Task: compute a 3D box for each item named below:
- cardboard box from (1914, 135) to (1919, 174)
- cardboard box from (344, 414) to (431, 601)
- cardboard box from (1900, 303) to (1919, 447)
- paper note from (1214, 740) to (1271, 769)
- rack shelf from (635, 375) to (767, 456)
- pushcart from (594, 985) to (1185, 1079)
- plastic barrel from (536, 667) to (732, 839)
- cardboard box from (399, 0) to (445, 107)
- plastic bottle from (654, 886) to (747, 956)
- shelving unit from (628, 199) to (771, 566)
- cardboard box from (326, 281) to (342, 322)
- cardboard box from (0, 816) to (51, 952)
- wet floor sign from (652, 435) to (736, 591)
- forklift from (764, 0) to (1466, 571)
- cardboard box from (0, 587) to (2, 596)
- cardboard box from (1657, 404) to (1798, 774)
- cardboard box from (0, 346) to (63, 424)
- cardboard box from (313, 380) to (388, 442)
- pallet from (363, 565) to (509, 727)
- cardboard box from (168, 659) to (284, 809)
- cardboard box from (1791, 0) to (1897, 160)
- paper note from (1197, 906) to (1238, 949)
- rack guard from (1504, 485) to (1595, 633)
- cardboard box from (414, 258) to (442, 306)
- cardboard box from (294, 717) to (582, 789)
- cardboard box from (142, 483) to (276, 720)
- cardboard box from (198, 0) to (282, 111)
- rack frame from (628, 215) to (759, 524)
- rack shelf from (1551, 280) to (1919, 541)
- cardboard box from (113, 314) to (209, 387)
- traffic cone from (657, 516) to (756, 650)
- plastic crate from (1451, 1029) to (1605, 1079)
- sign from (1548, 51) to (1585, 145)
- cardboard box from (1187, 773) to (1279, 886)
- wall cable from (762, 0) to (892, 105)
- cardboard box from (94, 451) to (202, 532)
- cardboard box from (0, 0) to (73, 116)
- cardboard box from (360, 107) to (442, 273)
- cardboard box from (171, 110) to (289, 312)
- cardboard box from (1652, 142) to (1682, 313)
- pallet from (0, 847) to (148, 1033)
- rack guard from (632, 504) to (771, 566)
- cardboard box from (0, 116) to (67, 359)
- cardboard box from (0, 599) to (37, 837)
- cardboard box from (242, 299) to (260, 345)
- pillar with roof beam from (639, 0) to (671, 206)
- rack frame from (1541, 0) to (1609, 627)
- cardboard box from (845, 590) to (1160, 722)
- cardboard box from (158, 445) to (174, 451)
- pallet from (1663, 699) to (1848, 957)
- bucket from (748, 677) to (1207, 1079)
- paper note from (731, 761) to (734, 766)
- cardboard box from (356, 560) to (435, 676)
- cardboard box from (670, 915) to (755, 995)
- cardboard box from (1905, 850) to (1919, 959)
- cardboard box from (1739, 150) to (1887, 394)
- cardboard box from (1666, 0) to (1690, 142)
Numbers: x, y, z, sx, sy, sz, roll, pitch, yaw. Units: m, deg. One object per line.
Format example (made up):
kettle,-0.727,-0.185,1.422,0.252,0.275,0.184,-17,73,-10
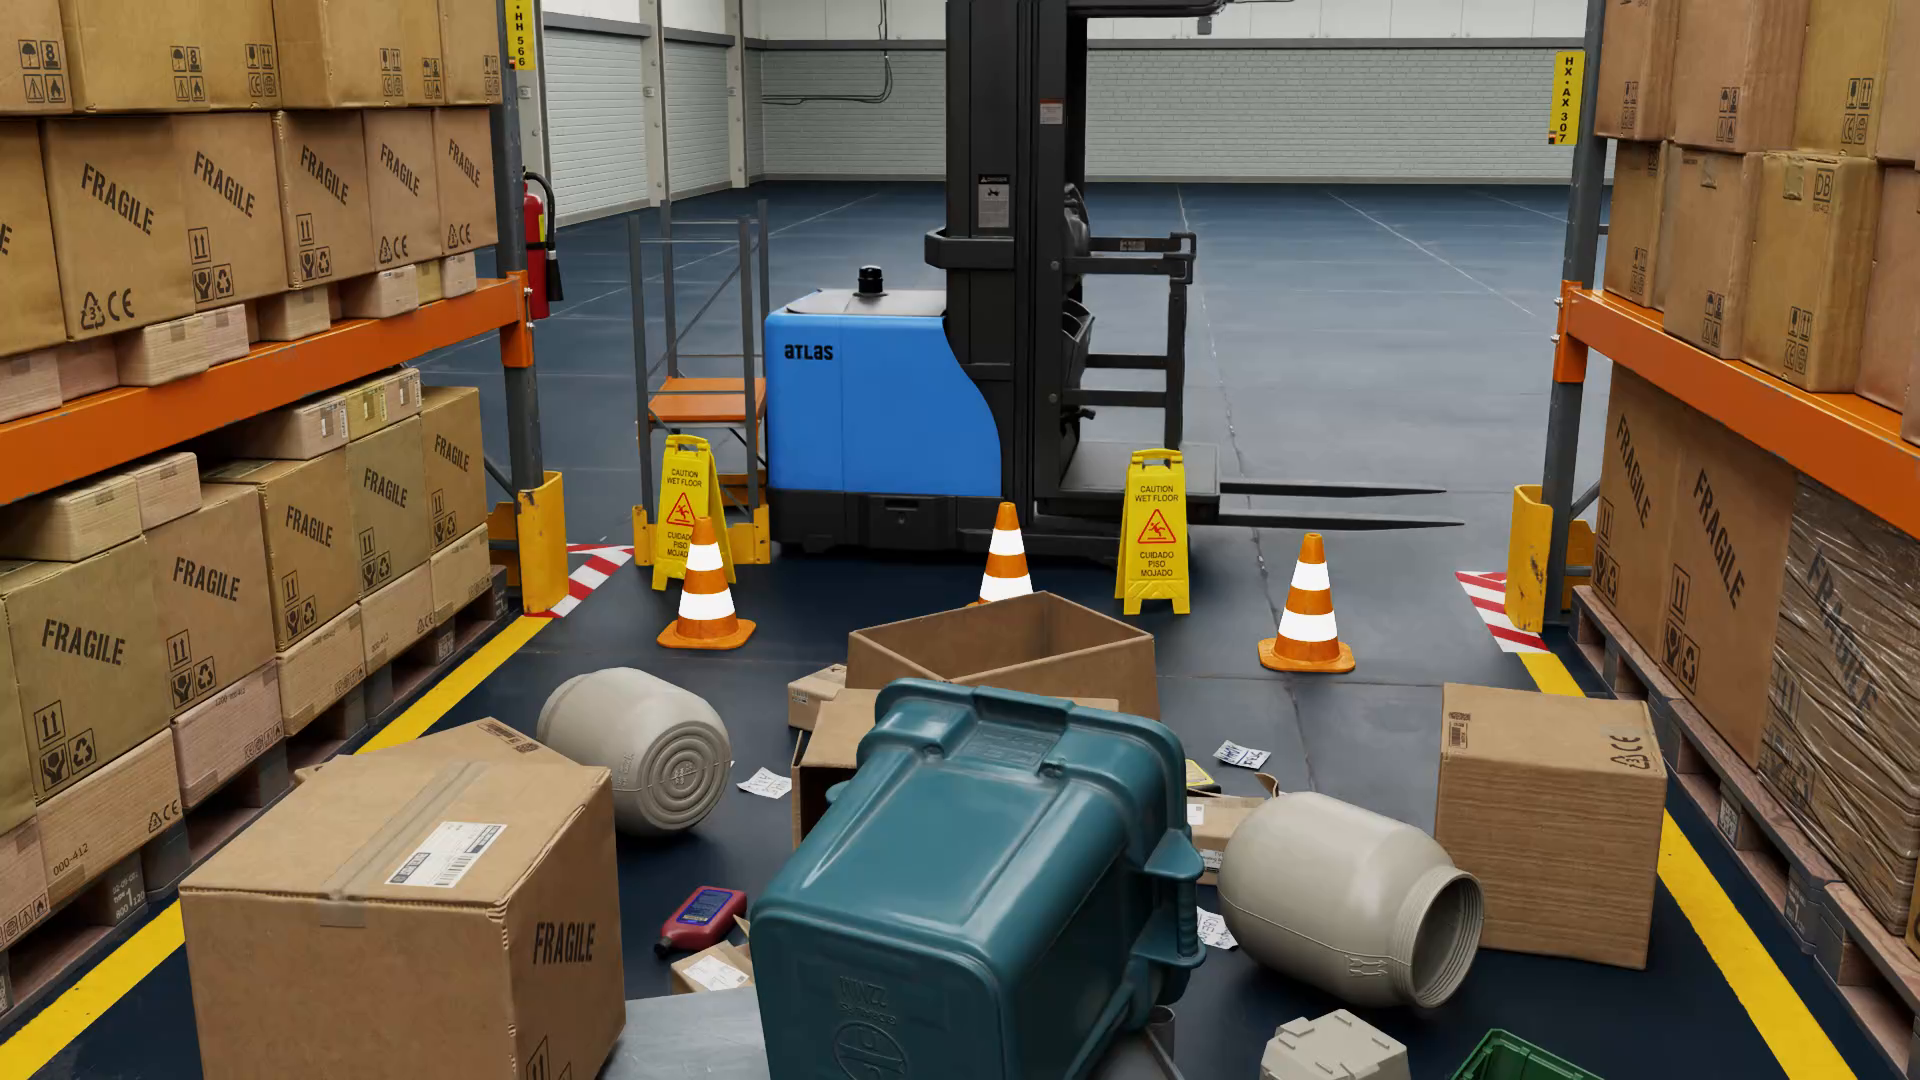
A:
cardboard box,2.306,-0.914,2.939,0.875,0.550,0.550,2,15,6
cardboard box,-2.082,-0.123,5.396,0.500,0.500,0.500,2,15,8
cardboard box,2.353,-0.391,3.075,0.875,0.550,0.550,2,15,6
paper note,0.876,0.663,5.154,0.144,0.017,0.142,7,17,25
rack shelf,-1.148,-0.585,7.641,0.538,0.185,1.000,-1,15,-2
pushcart,-0.375,1.121,2.793,1.648,0.377,0.936,-4,16,-13
plastic barrel,-0.924,0.588,4.678,0.421,0.421,0.512,-14,20,-42
cardboard box,-2.100,-1.641,5.307,0.700,0.500,0.500,2,15,7
plastic bottle,-0.637,0.940,4.068,0.133,0.061,0.283,4,16,16
shelving unit,-1.148,-0.756,7.586,0.587,1.500,1.083,-1,15,-2
cardboard box,-2.161,-0.747,5.159,0.380,0.149,0.250,2,15,7
cardboard box,-2.311,0.781,3.492,0.500,0.250,0.500,1,15,4
wet floor sign,-1.110,-0.118,6.861,0.267,0.644,0.232,7,17,25
forklift,0.701,-1.413,7.274,3.031,2.935,1.130,2,15,8
cardboard box,-2.238,0.075,3.423,0.380,0.149,0.250,2,15,7
cardboard box,2.627,0.112,4.766,0.875,0.875,0.875,1,15,5
cardboard box,-2.253,-0.350,3.691,0.380,0.149,0.250,2,15,8
cardboard box,-2.032,-0.409,5.212,0.380,0.149,0.250,2,15,7
pallet,-2.330,0.339,6.004,1.003,0.211,1.213,2,15,6
cardboard box,-2.205,0.504,4.514,0.500,0.250,0.500,1,15,6
cardboard box,2.555,-1.187,3.951,0.875,0.550,0.500,2,15,6
paper note,0.618,0.952,4.099,0.172,0.023,0.155,7,17,25
rack guard,2.738,0.084,6.395,1.175,0.500,0.348,2,15,6
cardboard box,-1.993,-0.877,5.640,0.380,0.149,0.250,1,15,5
cardboard box,-1.173,0.769,3.857,0.500,0.500,0.500,-14,20,-42
cardboard box,-2.203,0.145,4.406,0.500,0.500,0.500,3,15,9
cardboard box,-2.250,-1.380,4.343,0.700,0.500,0.500,2,15,6
rack frame,-1.127,-0.626,7.104,0.500,1.500,0.032,-1,15,-2
rack shelf,2.509,-0.251,4.221,1.077,0.370,4.000,2,15,6
cardboard box,-2.138,-0.481,4.177,0.380,0.149,0.250,2,15,7
traffic cone,-0.962,0.138,6.266,0.336,0.463,0.334,2,15,6
plastic crate,1.001,1.167,2.878,0.450,0.188,0.662,22,25,31
sign,2.184,-1.591,5.988,0.100,0.325,0.005,2,15,6
cardboard box,0.647,0.740,4.415,0.396,0.266,0.258,4,16,16
wall cable,-3.070,-11.131,37.534,3.097,2.526,0.112,2,15,6
cardboard box,-2.154,-0.128,4.174,0.380,0.149,0.250,3,15,9
cardboard box,-2.302,-1.113,3.355,0.700,0.500,0.500,2,15,7
cardboard box,-2.044,-1.150,5.406,0.500,0.500,0.500,2,15,6
cardboard box,-2.179,-0.889,4.442,0.500,0.500,0.500,2,15,7
cardboard box,2.698,-0.948,5.135,0.875,0.550,0.550,2,15,6
pallet,-2.606,0.972,3.663,1.003,0.211,1.213,2,15,6
rack guard,-1.127,-0.023,7.268,0.587,0.250,0.087,-1,15,-2
cardboard box,-2.286,-0.628,3.475,0.500,0.500,0.500,2,15,6
cardboard box,-2.311,0.419,3.394,0.500,0.500,0.500,2,15,9
cardboard box,-2.216,-0.616,4.675,0.380,0.149,0.250,2,15,6
pillar with roof beam,-1.116,-10.221,28.223,9.100,9.000,0.400,2,15,6
rack frame,2.735,-1.117,6.046,1.000,3.000,0.127,2,15,6
cardboard box,0.122,0.499,4.853,0.797,0.503,0.637,-10,18,-32
cardboard box,-2.682,-0.001,4.945,0.500,0.500,0.500,2,15,7
pallet,2.582,0.755,4.467,1.003,0.211,1.213,2,15,6
bucket,0.008,0.664,2.819,0.726,0.611,0.620,7,27,25
paper note,-0.718,0.697,5.065,0.032,0.001,0.123,2,15,6
cardboard box,-2.085,0.240,5.491,0.500,0.250,0.500,2,15,6
cardboard box,-0.422,0.973,3.556,0.258,0.266,0.396,-10,18,-32
cardboard box,2.424,0.583,3.027,0.875,0.875,0.875,2,15,7
cardboard box,2.491,-0.668,4.099,0.875,0.550,0.500,2,15,6
cardboard box,2.684,-1.470,4.996,0.875,0.550,0.550,2,15,6
